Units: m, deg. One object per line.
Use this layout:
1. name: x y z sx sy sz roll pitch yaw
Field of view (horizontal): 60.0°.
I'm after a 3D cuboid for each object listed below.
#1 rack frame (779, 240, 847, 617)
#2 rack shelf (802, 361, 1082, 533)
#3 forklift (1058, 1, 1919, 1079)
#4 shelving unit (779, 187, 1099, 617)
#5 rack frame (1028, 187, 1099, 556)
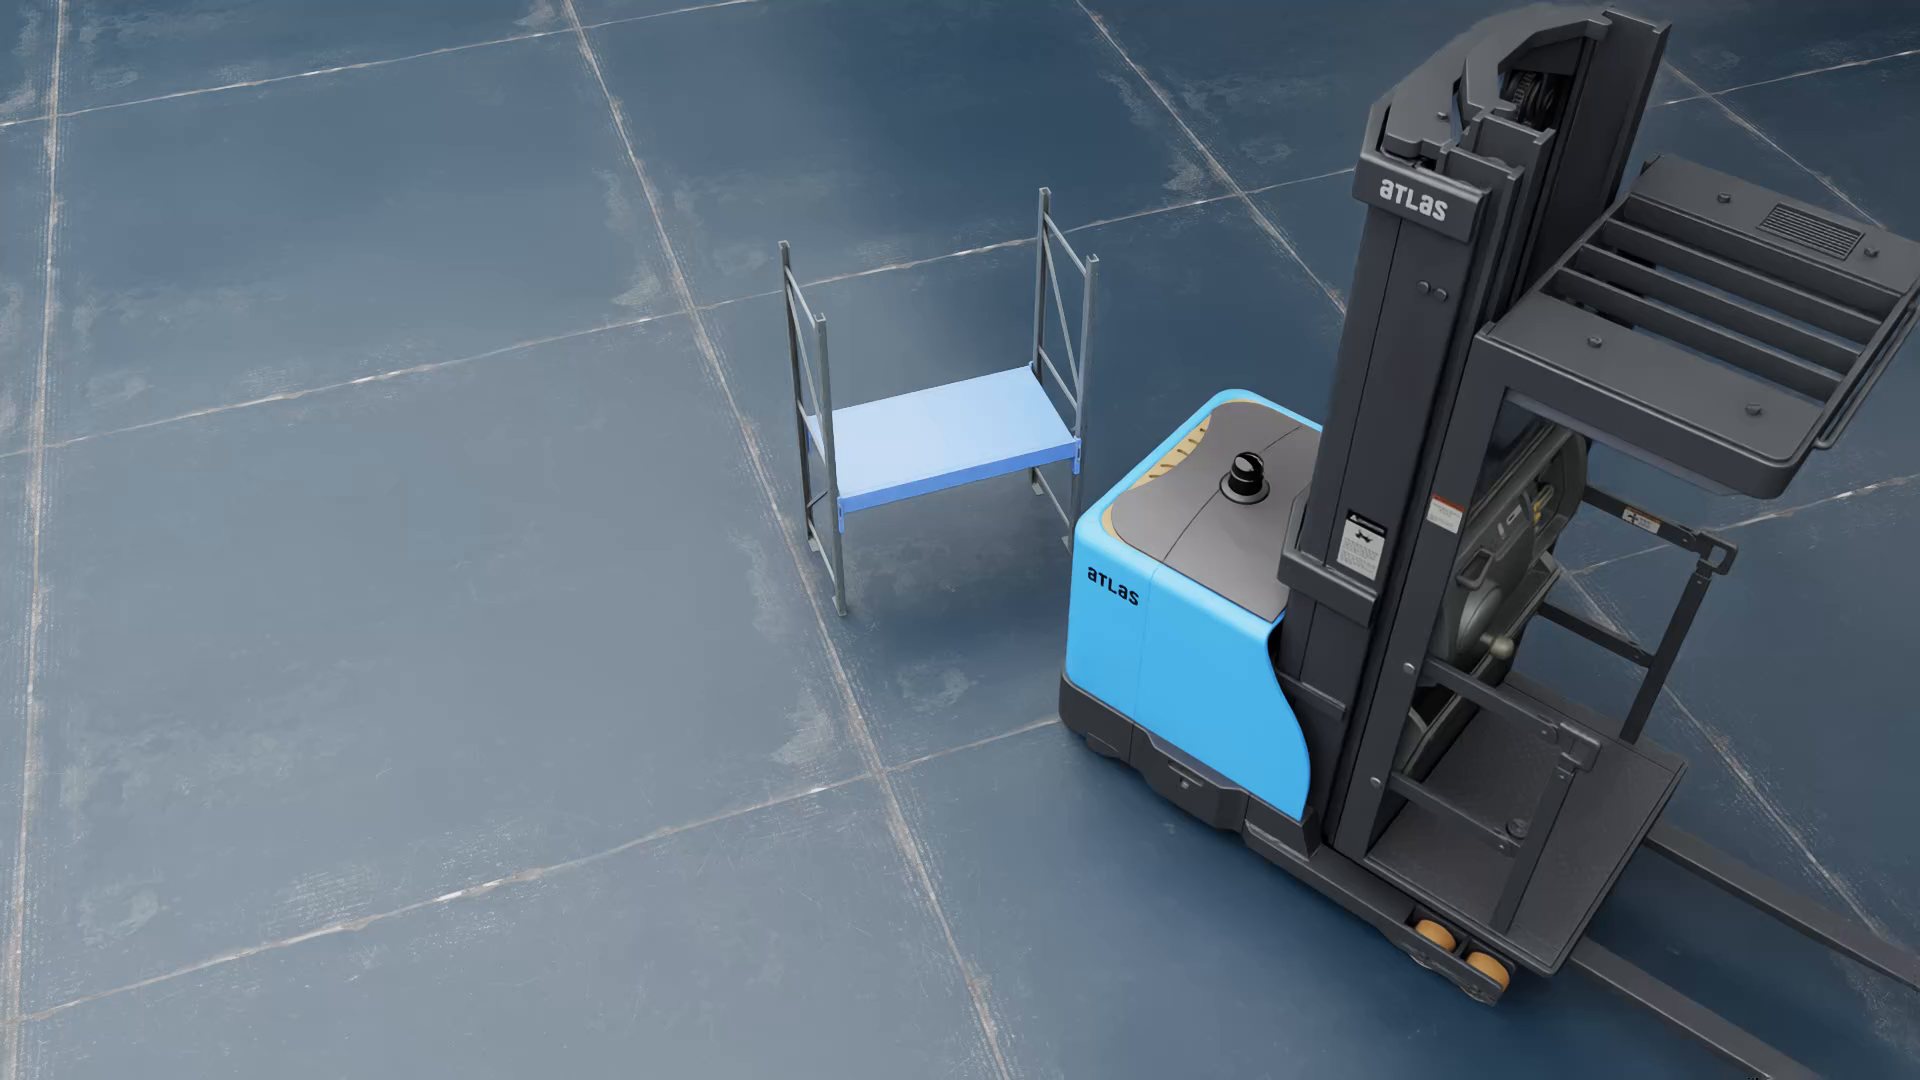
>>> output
1. rack frame: -0.558 -0.387 6.386 0.032 1.500 0.500 -14 47 -14
2. rack shelf: -0.080 -0.382 6.635 1.000 0.185 0.538 -14 47 -14
3. forklift: 1.832 0.069 4.921 3.031 2.935 1.130 30 52 27
4. shelving unit: -0.080 -0.509 6.508 1.048 1.500 0.538 -14 47 -14
5. rack frame: 0.398 -0.631 6.629 0.032 1.500 0.500 -14 47 -14
